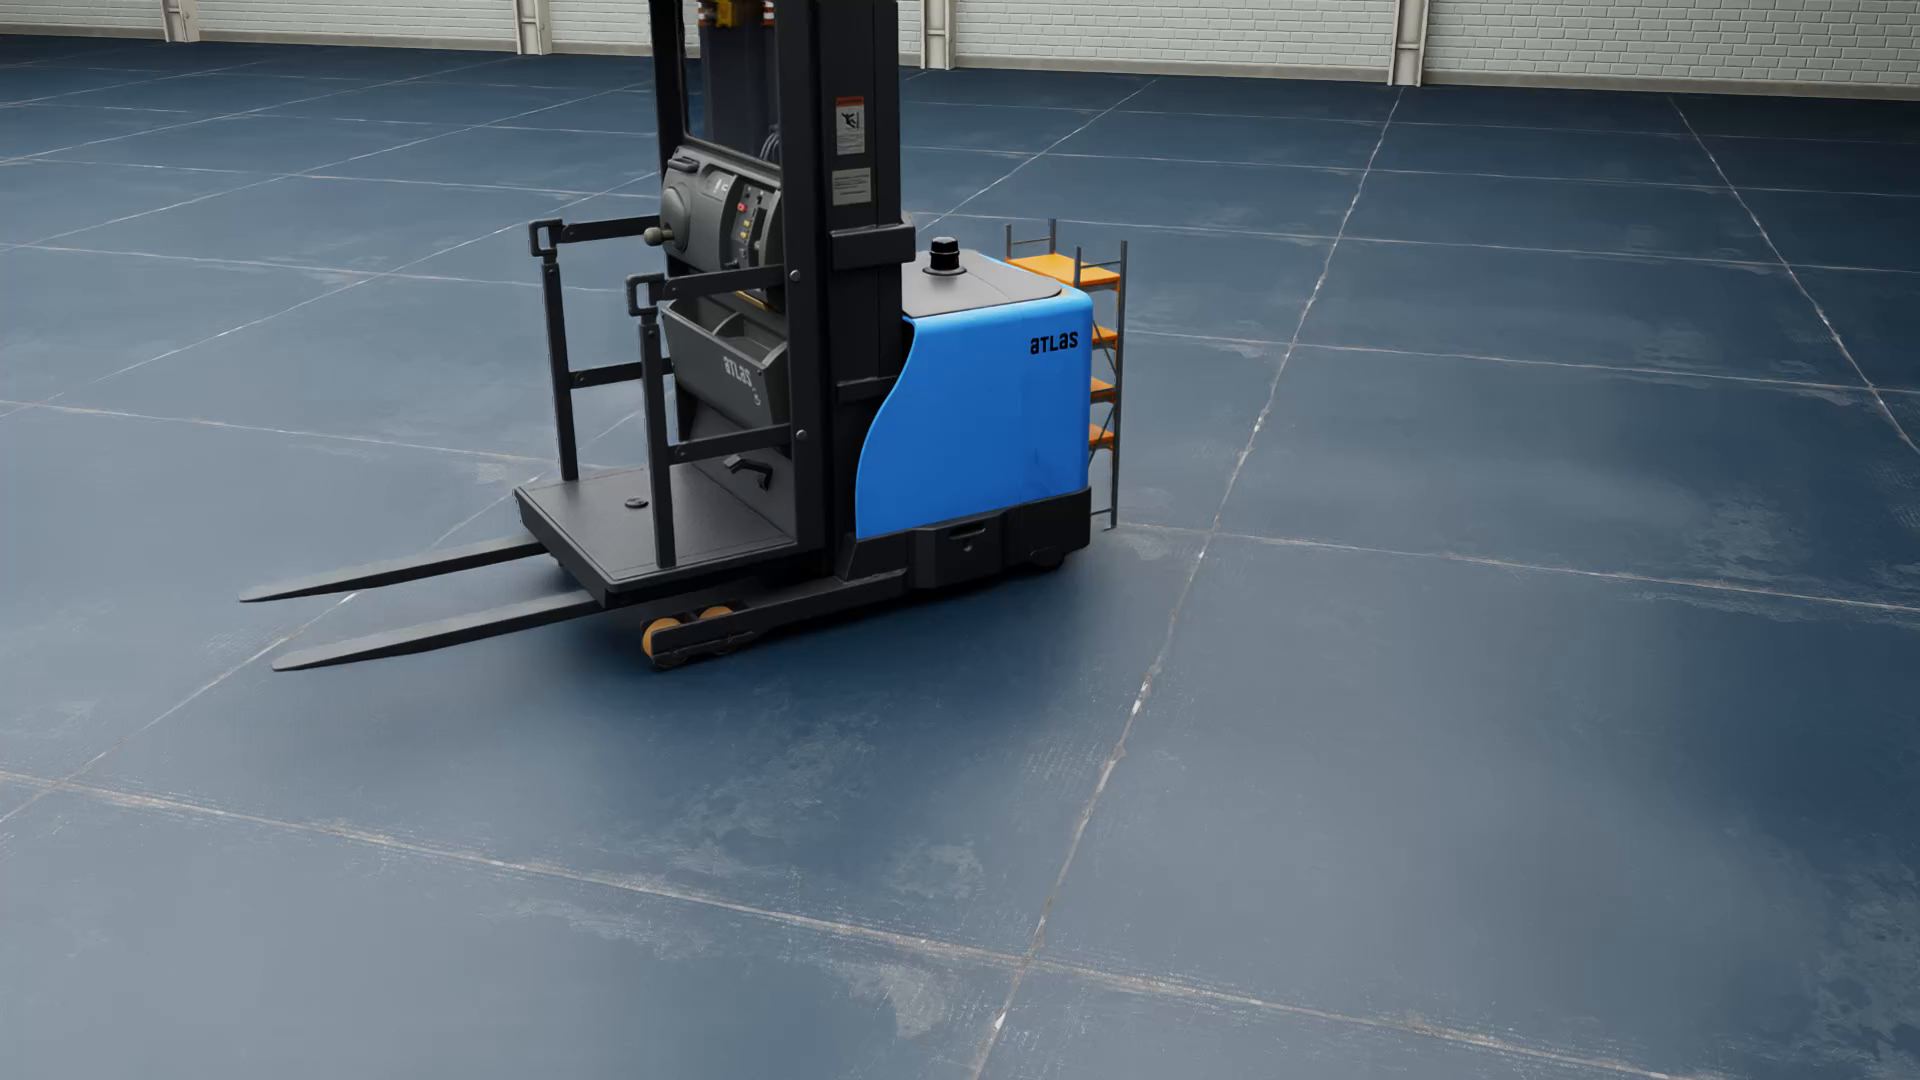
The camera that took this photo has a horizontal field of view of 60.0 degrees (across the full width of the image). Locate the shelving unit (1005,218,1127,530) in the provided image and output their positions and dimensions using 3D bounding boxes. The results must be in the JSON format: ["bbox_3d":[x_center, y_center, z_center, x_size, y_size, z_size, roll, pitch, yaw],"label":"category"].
[{"bbox_3d":[0.415,-0.664,6.808,0.258,1.200,0.503,-13,26,-29],"label":"shelving unit"}]

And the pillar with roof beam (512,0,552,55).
[{"bbox_3d":[-7.274,-9.511,18.099,0.400,9.000,9.100,7,23,16],"label":"pillar with roof beam"}]

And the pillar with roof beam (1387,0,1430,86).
[{"bbox_3d":[4.214,-8.196,14.892,0.400,9.000,9.100,7,23,16],"label":"pillar with roof beam"}]

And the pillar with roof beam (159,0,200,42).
[{"bbox_3d":[-13.018,-10.169,19.703,0.400,9.000,9.100,7,23,16],"label":"pillar with roof beam"}]

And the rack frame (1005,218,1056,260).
[{"bbox_3d":[0.288,-0.743,7.001,0.240,1.200,0.015,-13,26,-29],"label":"rack frame"}]

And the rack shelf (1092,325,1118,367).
[{"bbox_3d":[0.415,-0.809,6.749,0.258,0.148,0.480,-13,26,-29],"label":"rack shelf"}]

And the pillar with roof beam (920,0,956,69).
[{"bbox_3d":[-1.530,-8.853,16.496,0.400,9.000,9.100,7,23,16],"label":"pillar with roof beam"}]

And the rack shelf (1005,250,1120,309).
[{"bbox_3d":[0.415,-1.028,6.659,0.258,0.148,0.480,-13,26,-29],"label":"rack shelf"}]

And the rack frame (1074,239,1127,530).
[{"bbox_3d":[0.543,-0.585,6.615,0.240,1.200,0.015,-13,26,-29],"label":"rack frame"}]

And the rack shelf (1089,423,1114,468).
[{"bbox_3d":[0.415,-0.418,6.909,0.258,0.148,0.480,-13,26,-29],"label":"rack shelf"}]

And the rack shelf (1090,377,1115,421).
[{"bbox_3d":[0.415,-0.602,6.834,0.258,0.148,0.480,-13,26,-29],"label":"rack shelf"}]

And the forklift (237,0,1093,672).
[{"bbox_3d":[-1.017,-1.147,5.704,3.031,2.935,1.130,-13,26,-28],"label":"forklift"}]
